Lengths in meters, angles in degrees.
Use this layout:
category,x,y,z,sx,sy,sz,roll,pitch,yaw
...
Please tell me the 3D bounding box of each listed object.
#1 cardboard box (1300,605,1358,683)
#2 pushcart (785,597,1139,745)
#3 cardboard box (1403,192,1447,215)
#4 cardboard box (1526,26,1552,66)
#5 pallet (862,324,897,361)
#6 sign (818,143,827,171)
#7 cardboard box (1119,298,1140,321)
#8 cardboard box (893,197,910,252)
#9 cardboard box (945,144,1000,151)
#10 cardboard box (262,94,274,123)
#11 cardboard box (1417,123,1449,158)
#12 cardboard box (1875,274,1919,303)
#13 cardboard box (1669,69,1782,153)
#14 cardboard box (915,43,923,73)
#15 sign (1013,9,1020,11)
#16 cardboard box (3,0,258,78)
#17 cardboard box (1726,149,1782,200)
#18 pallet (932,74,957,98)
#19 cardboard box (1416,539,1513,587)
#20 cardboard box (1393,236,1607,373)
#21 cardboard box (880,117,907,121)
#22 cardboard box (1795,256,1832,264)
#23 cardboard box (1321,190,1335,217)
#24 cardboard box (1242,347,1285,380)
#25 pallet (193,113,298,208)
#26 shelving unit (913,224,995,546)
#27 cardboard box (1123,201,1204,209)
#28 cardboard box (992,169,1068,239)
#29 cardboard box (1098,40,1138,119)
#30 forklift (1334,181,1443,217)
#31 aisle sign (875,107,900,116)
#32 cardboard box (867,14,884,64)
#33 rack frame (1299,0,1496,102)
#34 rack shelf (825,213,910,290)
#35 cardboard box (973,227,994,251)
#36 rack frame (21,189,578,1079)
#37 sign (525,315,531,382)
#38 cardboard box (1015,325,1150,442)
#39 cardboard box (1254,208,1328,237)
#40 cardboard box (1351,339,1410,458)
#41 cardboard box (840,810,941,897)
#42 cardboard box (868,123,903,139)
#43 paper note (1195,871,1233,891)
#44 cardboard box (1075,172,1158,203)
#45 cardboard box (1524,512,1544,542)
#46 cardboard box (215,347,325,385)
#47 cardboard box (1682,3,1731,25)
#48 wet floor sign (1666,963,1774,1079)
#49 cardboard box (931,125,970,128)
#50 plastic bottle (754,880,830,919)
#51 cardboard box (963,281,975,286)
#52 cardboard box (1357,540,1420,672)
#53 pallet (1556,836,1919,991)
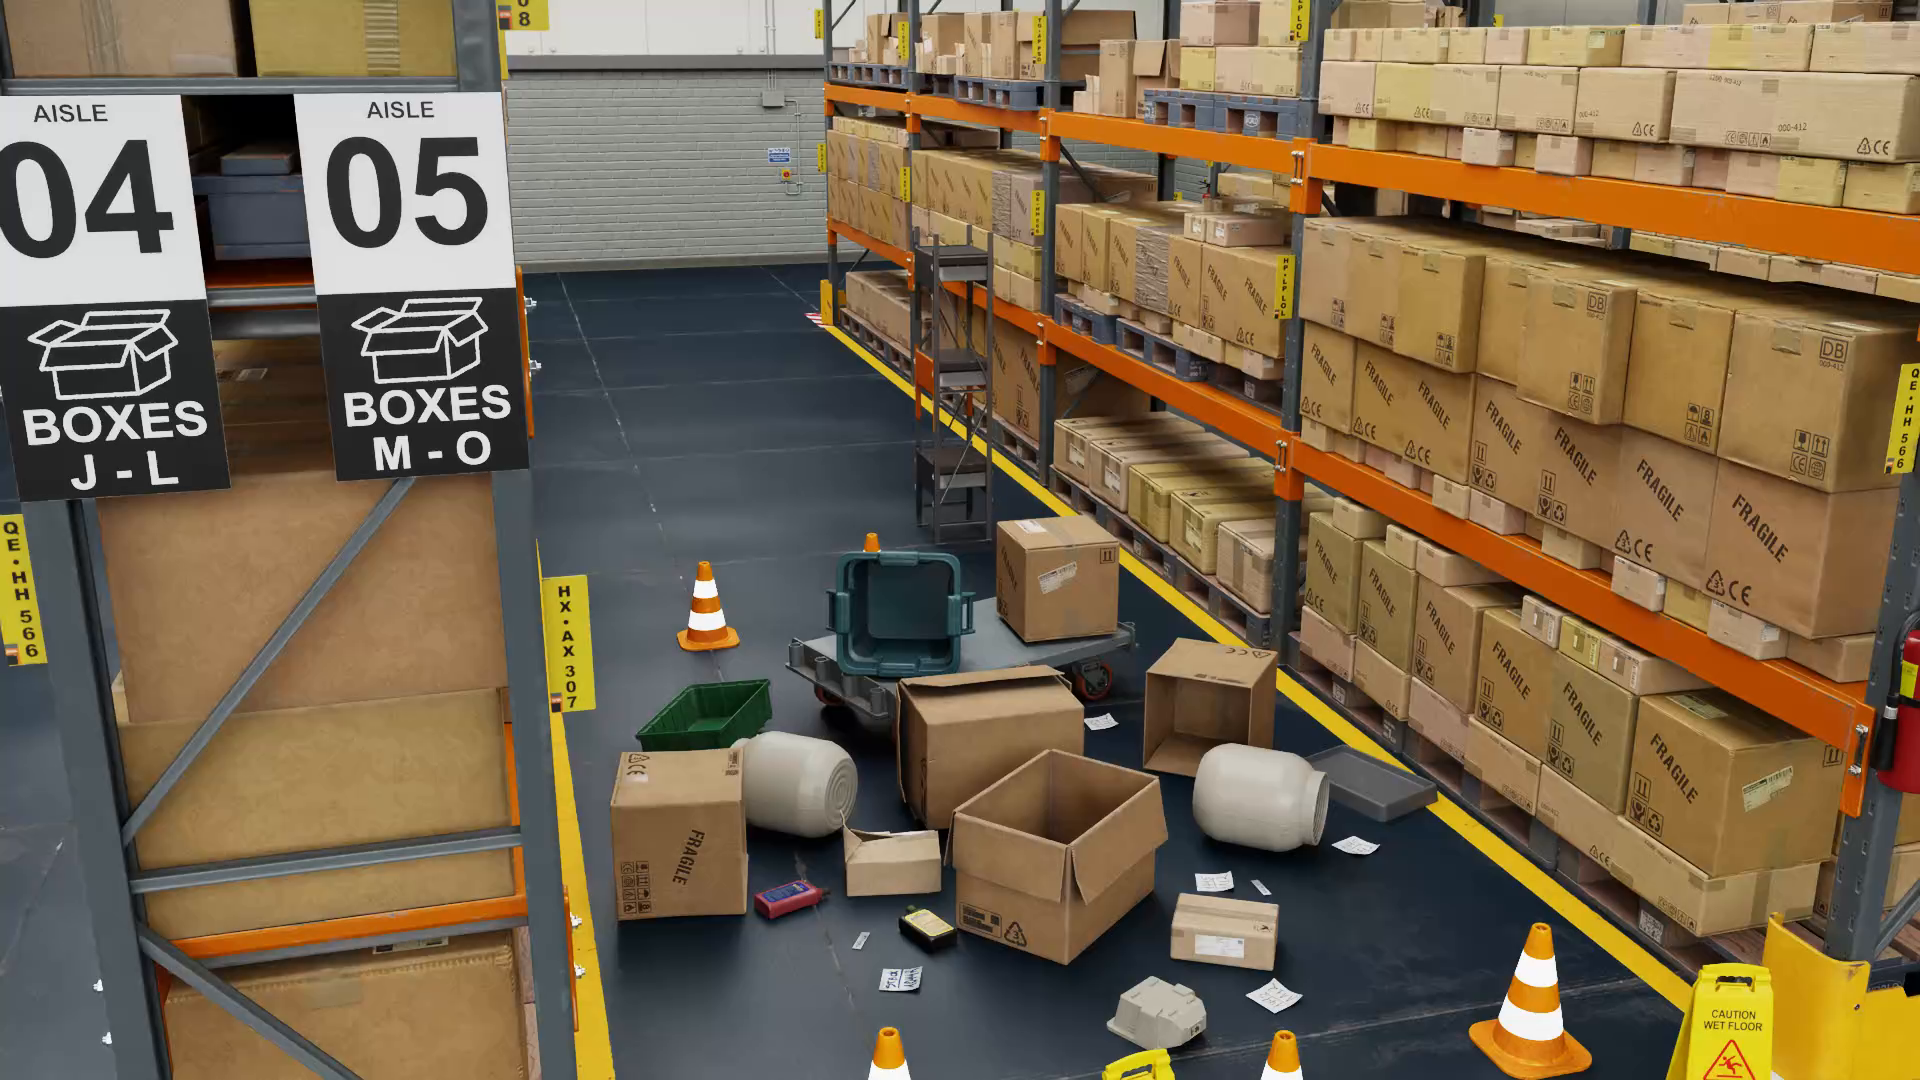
category,x,y,z,sx,sy,sz,roll,pitch,yaw
cardboard box,2.106,0.508,8.595,0.500,0.250,0.500,-6,18,-18
pushcart,0.025,0.658,8.605,1.648,0.377,0.936,-12,20,-34
cardboard box,4.837,-3.353,16.495,0.700,0.500,0.500,-5,17,-15
cardboard box,2.483,-1.954,6.579,0.380,0.149,0.250,-4,17,-14
pallet,-0.468,-2.224,18.489,1.003,0.211,1.213,-5,17,-15
sign,-1.629,-4.522,19.648,0.100,0.325,0.005,-5,17,-15
cardboard box,1.288,-1.576,11.192,0.380,0.149,0.250,-4,17,-12
cardboard box,-0.368,-3.161,16.587,0.500,0.500,0.500,-5,17,-15
cardboard box,0.107,-3.682,16.585,0.500,0.500,0.500,-5,17,-15
cardboard box,-2.265,-1.319,4.946,0.380,0.149,0.250,-4,17,-15
cardboard box,2.277,-1.794,7.431,0.380,0.149,0.250,-4,17,-14
cardboard box,6.446,-1.610,10.991,0.500,0.250,0.500,-5,17,-17
cardboard box,2.779,-1.453,5.606,0.500,0.250,0.500,-5,17,-16
cardboard box,-0.194,-4.412,15.216,0.396,0.266,0.258,-5,17,-16
sign,0.524,-4.885,15.842,0.100,0.325,0.005,-5,17,-15
cardboard box,-1.832,-1.136,3.645,0.500,0.250,0.500,-4,17,-15
cardboard box,2.796,-1.221,5.525,0.380,0.149,0.250,-4,17,-14
pallet,0.304,-4.100,15.006,0.805,0.209,1.217,-5,18,-17
cardboard box,2.303,0.094,7.543,0.380,0.149,0.250,-4,17,-12
cardboard box,2.347,-1.038,7.266,0.700,0.500,0.500,-5,17,-16
cardboard box,-0.710,-4.797,19.168,0.380,0.149,0.250,-4,17,-14
cardboard box,6.141,-2.039,11.725,0.380,0.149,0.250,-5,17,-17
cardboard box,4.250,-3.728,18.392,0.500,0.250,0.500,-5,17,-15
cardboard box,1.797,-0.993,9.251,0.380,0.149,0.250,-4,17,-14
pallet,-1.982,-1.203,5.182,1.003,0.211,1.213,-5,17,-15
shelving unit,-0.045,-1.051,11.302,0.431,2.100,0.503,-5,17,-15
cardboard box,1.497,-2.186,12.095,0.500,0.500,0.500,-5,17,-17
cardboard box,0.562,-2.689,13.277,0.500,0.500,0.500,-4,17,-14
cardboard box,1.355,-3.120,11.236,0.700,0.500,0.500,-5,17,-15
forklift,3.735,-2.106,13.367,1.130,2.935,3.031,-7,18,-23
aisle sign,-0.816,-5.401,19.698,0.394,0.787,0.004,-5,17,-15
cardboard box,-0.684,-5.275,17.508,0.500,0.500,0.500,-4,17,-14
rack frame,2.204,-3.665,8.011,1.000,3.000,0.127,-5,17,-15
rack shelf,-0.545,-3.213,18.186,1.077,0.370,4.000,-5,17,-15
cardboard box,0.422,-2.461,13.824,0.500,0.250,0.500,-5,17,-17
rack frame,-1.429,0.734,3.795,1.000,3.000,0.127,-5,17,-15
sign,-1.995,-0.869,7.490,0.100,0.325,0.005,-5,17,-15
cardboard box,0.994,-1.280,13.461,0.875,0.875,0.875,-5,17,-16
cardboard box,2.017,-1.944,10.163,0.380,0.149,0.250,-4,17,-12
cardboard box,2.217,-0.702,7.883,0.500,0.500,0.500,-5,17,-15
cardboard box,-0.285,1.267,6.774,0.396,0.266,0.258,-2,17,-6
cardboard box,-0.758,-4.328,17.606,0.380,0.149,0.250,-5,17,-15
paper note,1.040,1.391,6.788,0.148,0.019,0.142,1,17,4
cardboard box,1.204,-2.581,12.918,0.500,0.500,0.500,-5,18,-17
cardboard box,2.593,-0.076,6.928,0.380,0.149,0.250,-5,17,-15
cardboard box,-1.757,-0.271,5.004,0.875,0.550,0.550,-5,17,-15
cardboard box,5.841,-3.806,12.616,0.500,0.500,0.500,-5,17,-15
wet floor sign,2.326,1.579,5.073,0.267,0.644,0.232,1,17,4
cardboard box,-0.083,-4.236,17.302,0.380,0.149,0.250,-5,17,-17
plastic bottle,-0.665,1.420,6.618,0.283,0.061,0.133,-12,20,-34
cardboard box,0.270,-2.365,14.373,0.500,0.250,0.500,-5,17,-16
cardboard box,2.265,0.296,7.997,0.500,0.500,0.500,-4,17,-13
pallet,3.093,1.401,6.420,1.003,0.211,1.213,-5,17,-15
